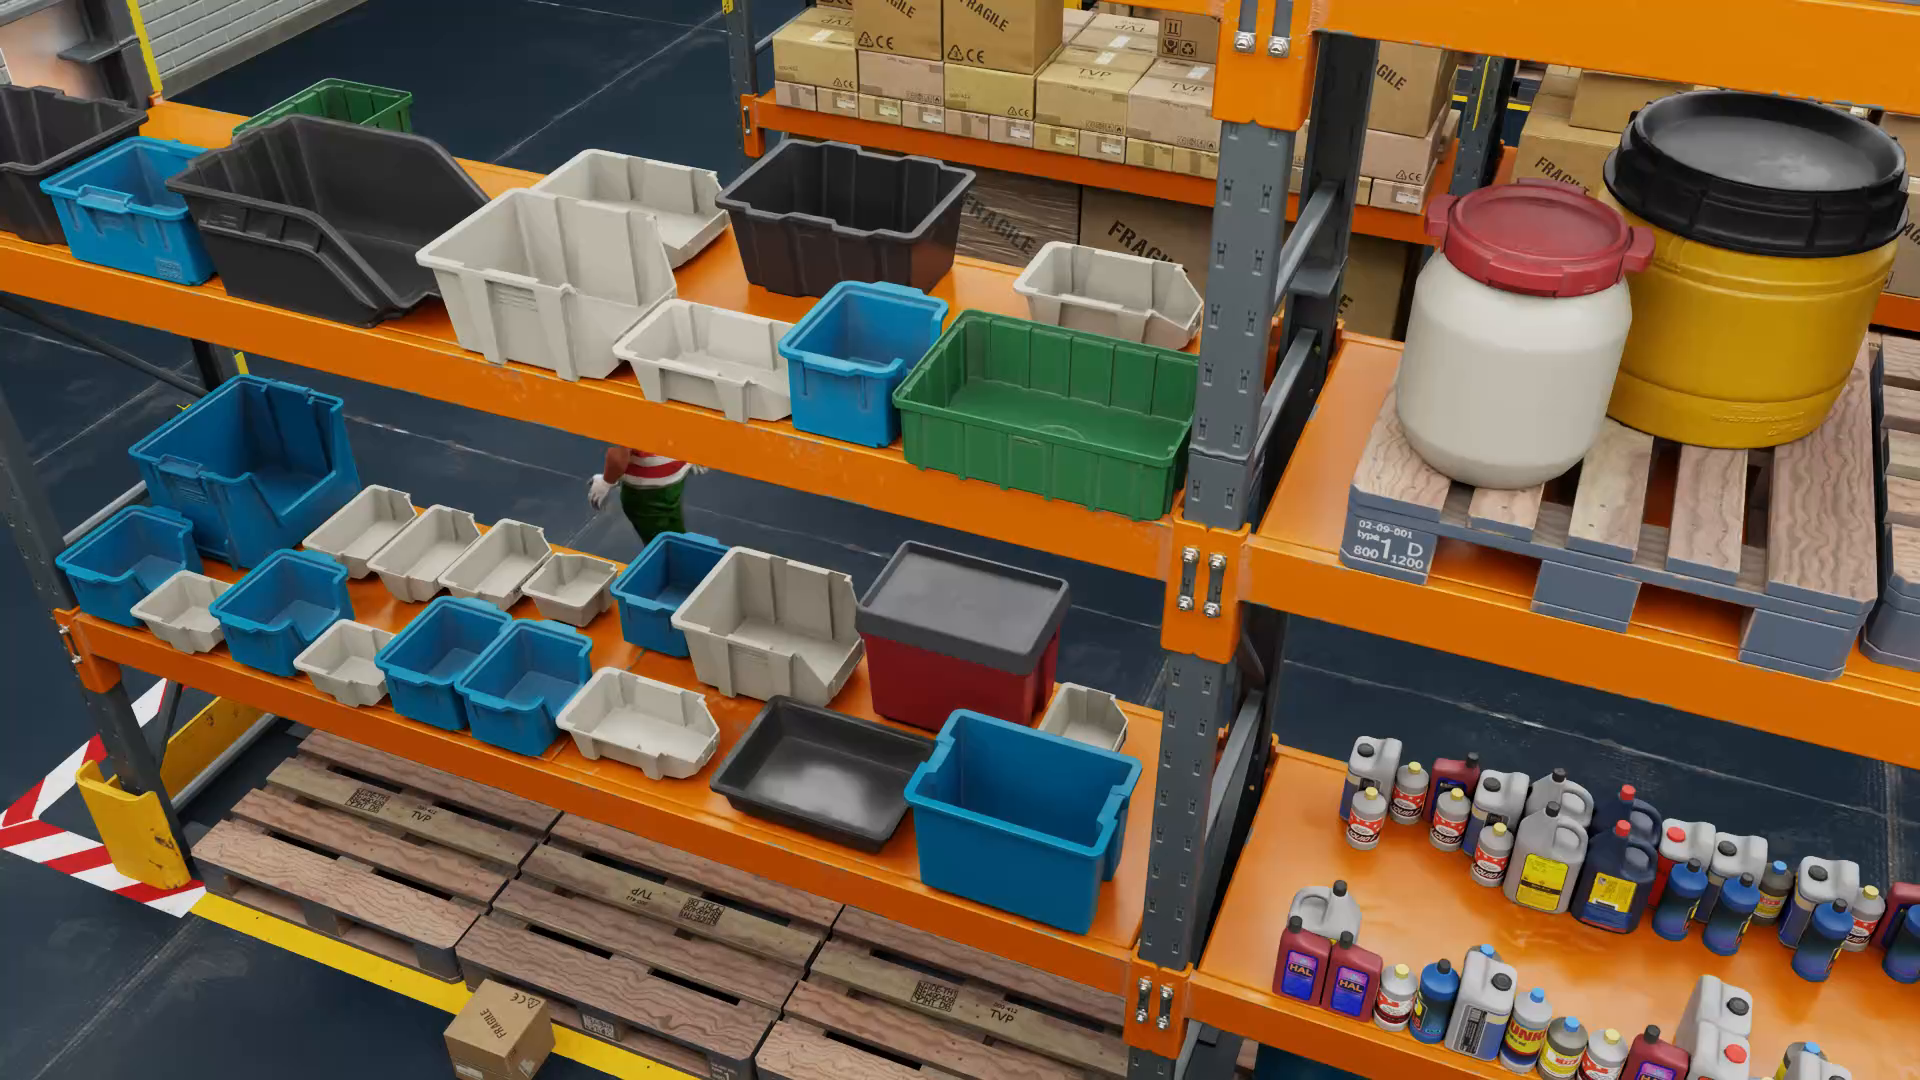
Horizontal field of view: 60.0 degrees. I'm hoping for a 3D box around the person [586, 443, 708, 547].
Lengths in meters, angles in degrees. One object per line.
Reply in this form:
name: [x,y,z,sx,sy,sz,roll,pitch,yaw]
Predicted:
person: [-1.329,-0.302,7.197,0.511,1.838,0.543,10,38,12]
